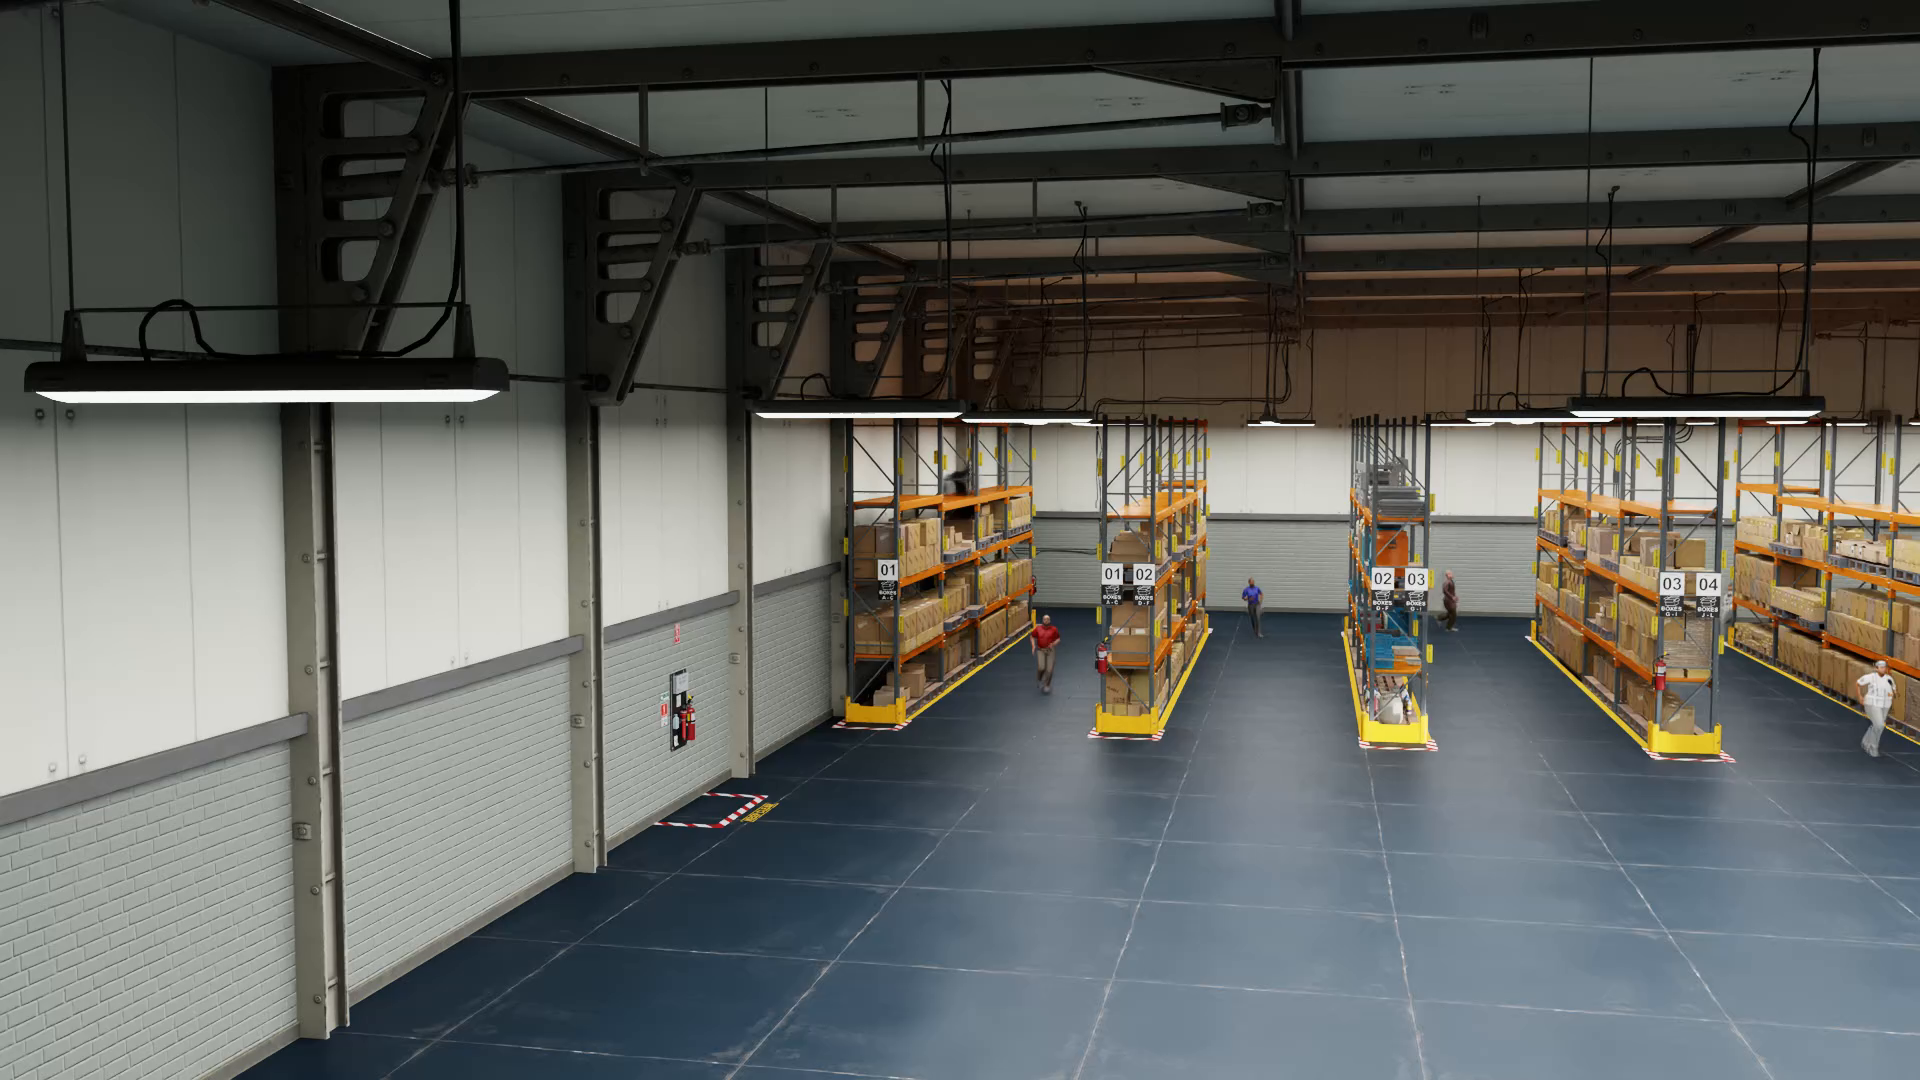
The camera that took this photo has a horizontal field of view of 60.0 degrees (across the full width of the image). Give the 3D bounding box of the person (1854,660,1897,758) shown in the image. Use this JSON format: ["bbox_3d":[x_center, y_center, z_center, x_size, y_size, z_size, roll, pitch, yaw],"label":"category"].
[{"bbox_3d":[16.142,2.964,29.257,0.595,1.710,0.668,-1,4,-9],"label":"person"}]

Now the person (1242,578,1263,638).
[{"bbox_3d":[8.087,1.851,45.963,0.615,1.613,0.902,0,4,3],"label":"person"}]

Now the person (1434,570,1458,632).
[{"bbox_3d":[13.807,1.716,47.073,0.620,1.719,0.756,2,4,22],"label":"person"}]

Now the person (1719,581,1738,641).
[{"bbox_3d":[20.764,1.923,44.922,0.672,1.643,0.641,0,4,3],"label":"person"}]

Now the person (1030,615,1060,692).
[{"bbox_3d":[1.863,2.468,36.123,0.651,1.684,0.602,0,4,-2],"label":"person"}]
